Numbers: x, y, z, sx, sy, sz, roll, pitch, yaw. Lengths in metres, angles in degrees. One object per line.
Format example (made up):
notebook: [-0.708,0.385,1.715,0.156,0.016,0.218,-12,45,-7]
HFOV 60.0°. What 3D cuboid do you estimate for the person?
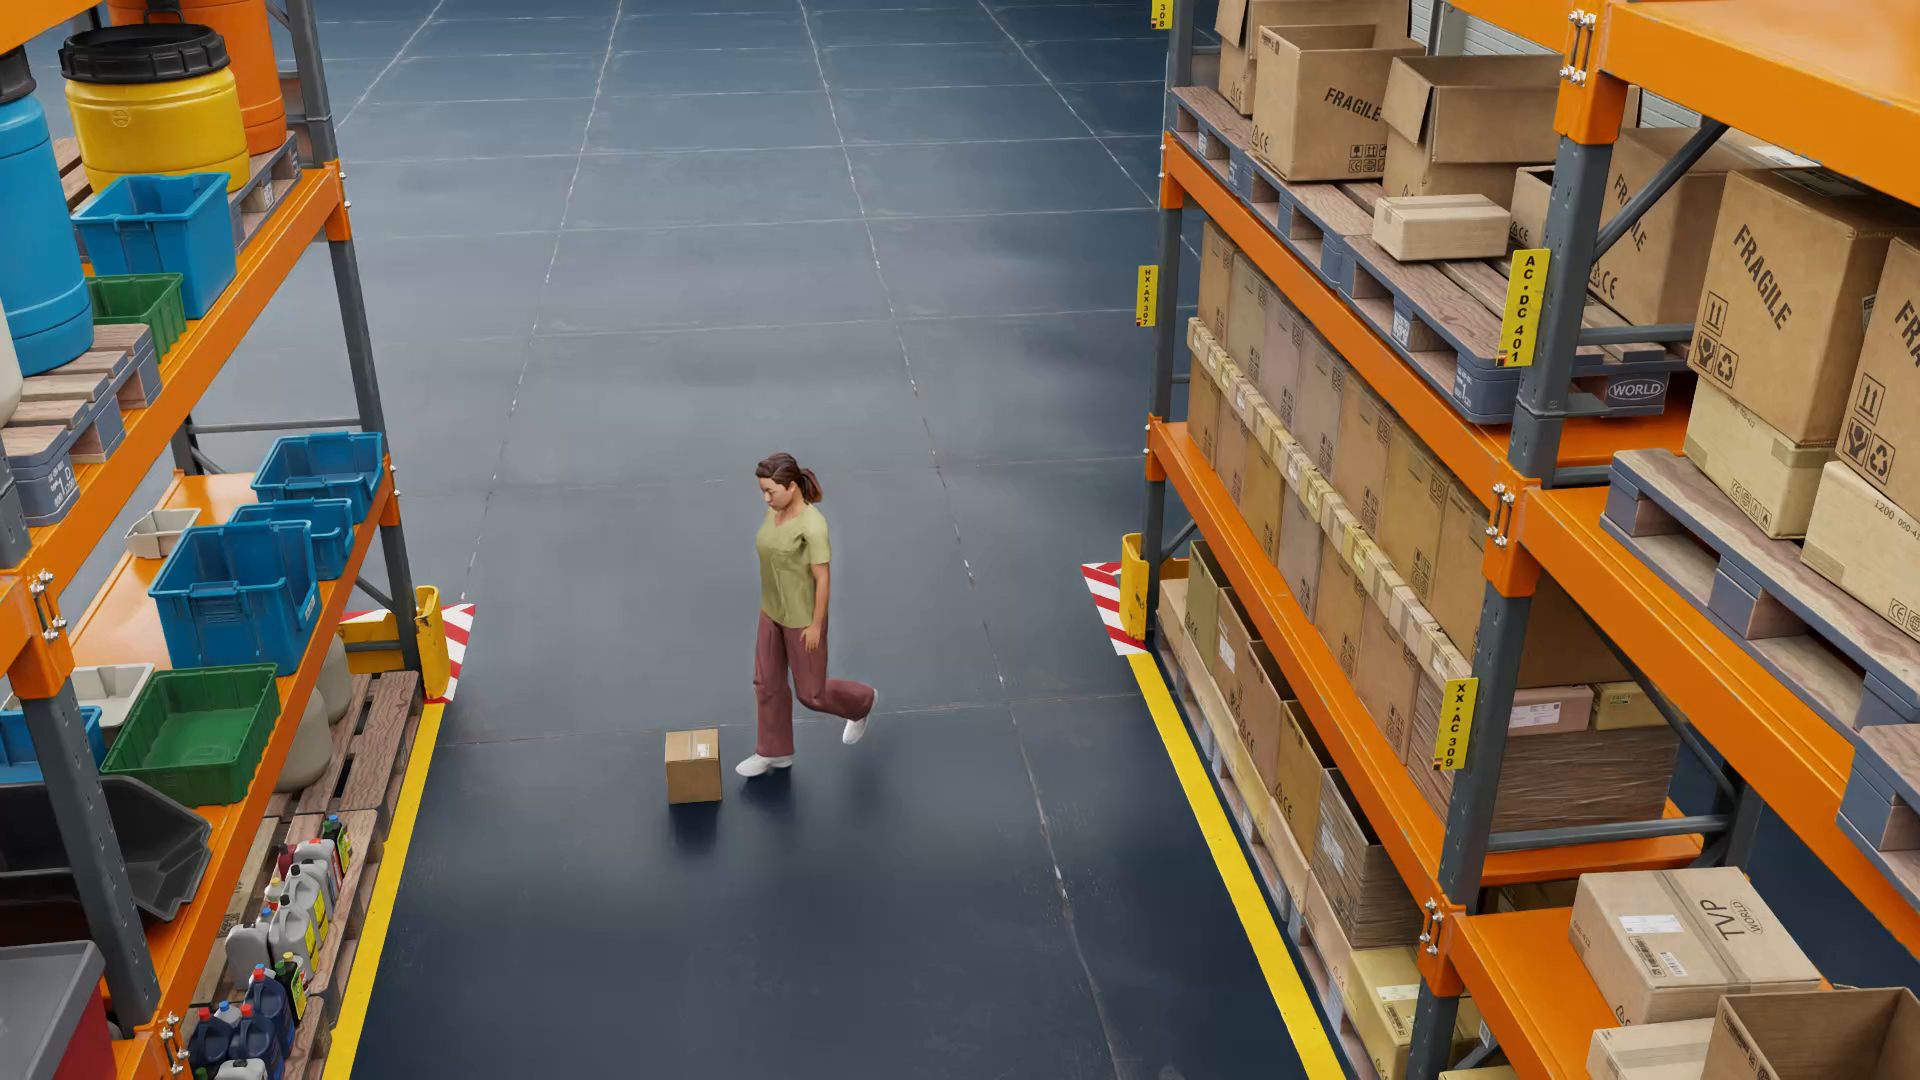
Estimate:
person: [-0.759,0.347,7.928,0.755,1.661,0.467,-23,35,-37]
